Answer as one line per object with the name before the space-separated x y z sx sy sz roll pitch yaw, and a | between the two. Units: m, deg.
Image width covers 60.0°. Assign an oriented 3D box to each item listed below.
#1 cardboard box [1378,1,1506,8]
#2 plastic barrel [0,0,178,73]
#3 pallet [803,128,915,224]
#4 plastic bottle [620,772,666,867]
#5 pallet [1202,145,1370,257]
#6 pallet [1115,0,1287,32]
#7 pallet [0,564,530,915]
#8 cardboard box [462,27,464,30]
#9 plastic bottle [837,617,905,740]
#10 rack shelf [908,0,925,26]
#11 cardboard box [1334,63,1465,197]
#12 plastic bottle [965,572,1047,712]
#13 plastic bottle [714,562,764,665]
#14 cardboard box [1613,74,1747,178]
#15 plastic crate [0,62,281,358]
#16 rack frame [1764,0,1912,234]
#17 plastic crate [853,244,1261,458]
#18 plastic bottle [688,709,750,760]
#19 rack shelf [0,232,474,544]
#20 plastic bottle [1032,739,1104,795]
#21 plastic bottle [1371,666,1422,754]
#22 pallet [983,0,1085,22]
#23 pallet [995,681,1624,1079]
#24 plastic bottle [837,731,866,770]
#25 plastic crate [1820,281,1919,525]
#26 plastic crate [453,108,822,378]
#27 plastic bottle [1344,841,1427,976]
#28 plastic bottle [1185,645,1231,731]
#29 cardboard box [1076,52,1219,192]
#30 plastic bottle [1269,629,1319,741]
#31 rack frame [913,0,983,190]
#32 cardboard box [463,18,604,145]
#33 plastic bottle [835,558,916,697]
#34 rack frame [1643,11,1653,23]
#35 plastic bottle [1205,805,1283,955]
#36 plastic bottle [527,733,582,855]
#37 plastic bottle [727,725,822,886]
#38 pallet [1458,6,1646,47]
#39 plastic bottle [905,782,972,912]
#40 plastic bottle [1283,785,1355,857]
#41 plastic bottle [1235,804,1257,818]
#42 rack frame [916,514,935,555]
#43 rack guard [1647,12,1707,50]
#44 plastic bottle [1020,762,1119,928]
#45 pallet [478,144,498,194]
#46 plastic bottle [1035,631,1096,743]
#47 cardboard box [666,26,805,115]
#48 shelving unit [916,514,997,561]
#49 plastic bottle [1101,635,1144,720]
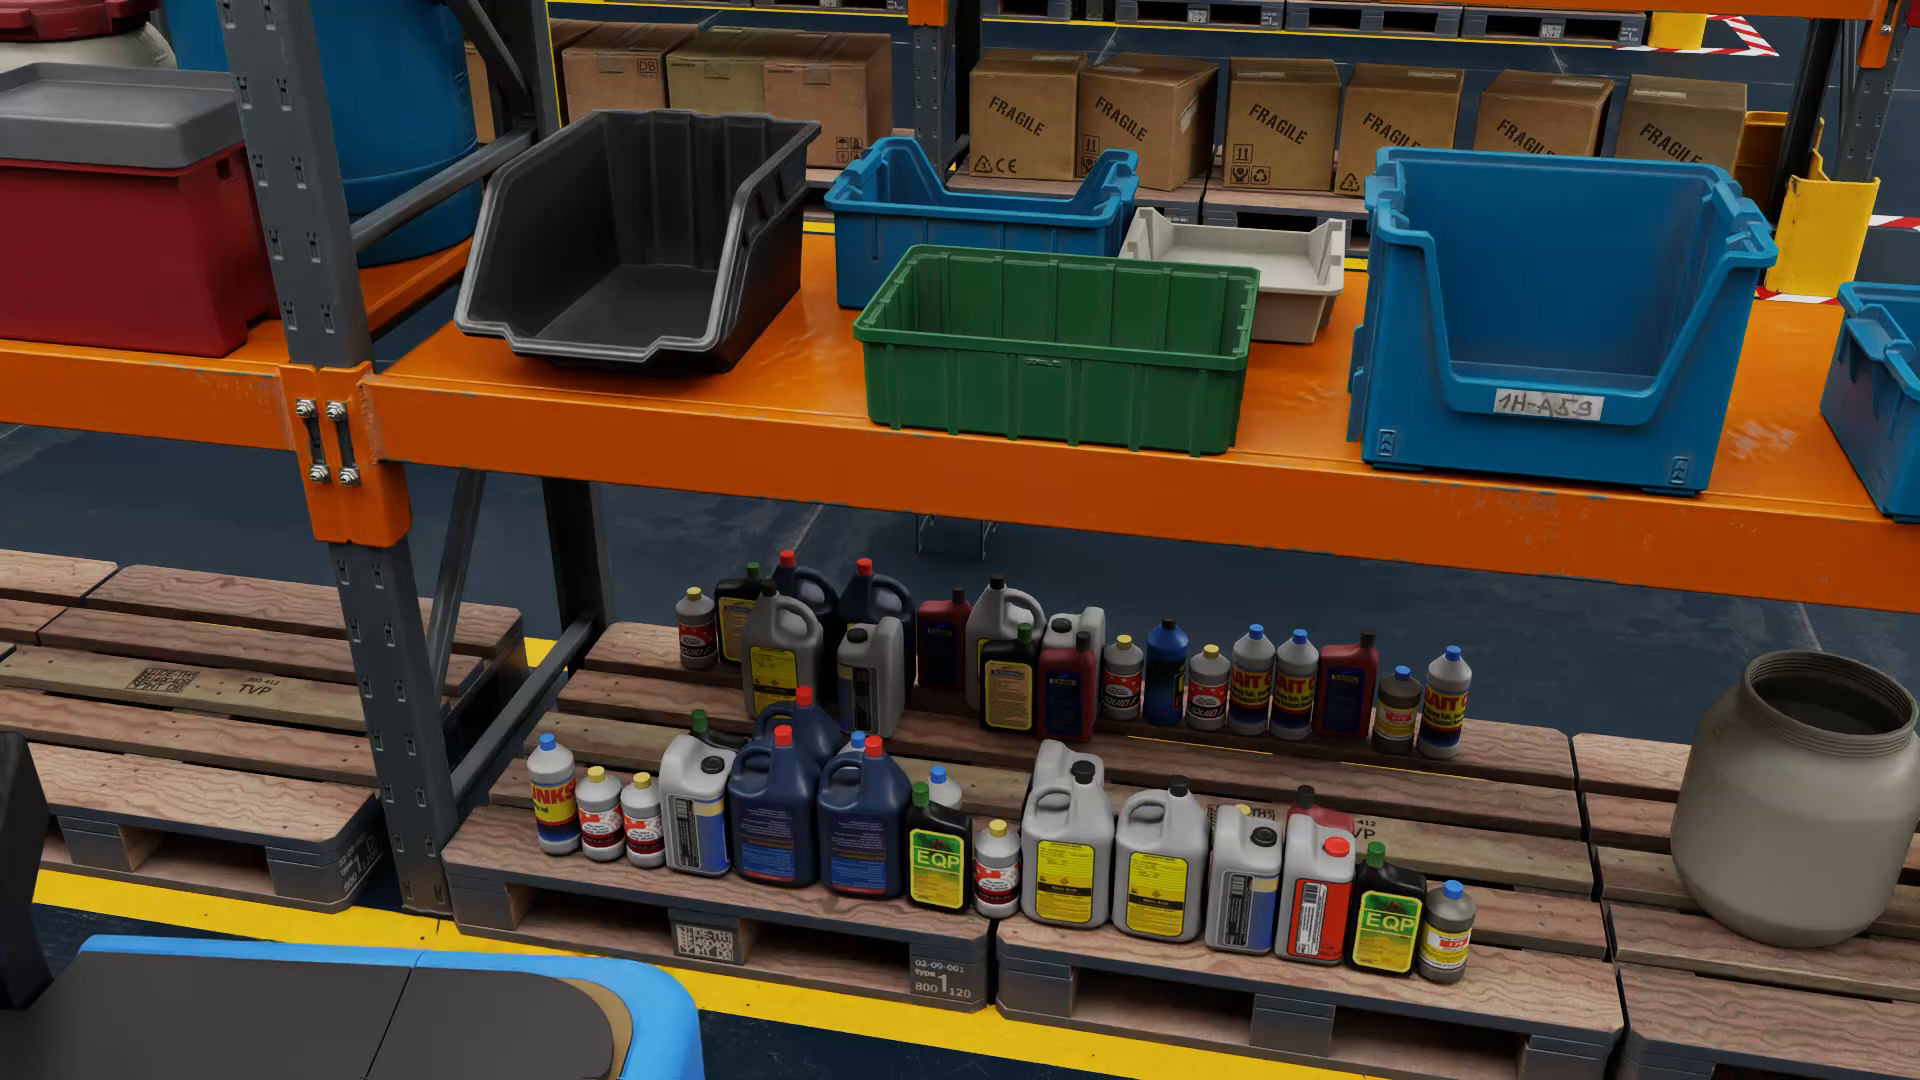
cardboard box | 3.460 -4.331 11.812 0.875 0.875 0.875 5 29 10
plastic barrel | -1.973 -0.969 3.754 0.433 0.535 0.433 0 29 0
pallet | -0.810 -1.890 8.483 1.213 0.211 1.003 6 29 11
plastic bottle | -0.664 0.583 3.518 0.097 0.201 0.097 0 29 0
pallet | 1.812 -1.641 8.027 1.213 0.211 1.003 6 29 11
pallet | 1.813 -4.019 12.371 1.213 0.211 1.003 6 29 11
pallet | -1.859 0.453 4.203 1.213 0.211 1.003 6 29 11
cardboard box | -2.778 -2.761 8.534 0.500 0.250 0.500 9 30 16
plastic bottle | -0.212 0.312 3.934 0.135 0.276 0.152 6 29 11
rack shelf | -2.005 -2.921 8.211 4.000 0.370 1.077 6 29 11
cardboard box | 2.056 -1.909 7.778 0.500 0.500 0.500 9 30 15
plastic bottle | 0.110 0.240 3.989 0.185 0.351 0.144 6 29 10
plastic bottle | -0.544 0.182 4.165 0.133 0.283 0.061 7 30 13
cardboard box | 3.256 -1.793 7.567 0.500 0.500 0.500 11 31 20
plastic crate | -1.621 -0.643 3.234 0.583 0.464 0.402 6 29 11
rack frame | 3.863 -2.635 6.939 0.127 3.000 1.000 6 29 11
plastic crate | 0.186 -0.348 2.983 0.662 0.188 0.450 6 29 11
plastic bottle | -0.519 0.496 3.591 0.133 0.283 0.061 6 29 11
rack shelf | -3.039 -0.595 3.962 4.000 0.370 1.077 6 29 11
plastic bottle | 0.226 0.557 3.487 0.135 0.276 0.152 6 29 11
plastic bottle | 1.019 0.387 3.875 0.097 0.201 0.097 0 29 0
pallet | 0.316 -4.174 12.655 1.213 0.211 1.003 6 29 11
pallet | 0.762 0.721 3.713 1.213 0.211 1.003 6 29 11
plastic bottle | -0.213 0.527 3.546 0.097 0.271 0.097 0 29 0
plastic crate | 1.643 -0.221 2.685 0.408 0.251 0.499 6 29 11
plastic crate | -0.598 -0.571 3.233 0.504 0.338 0.767 6 29 11
plastic bottle | 0.823 0.708 3.203 0.133 0.283 0.061 7 29 12
plastic bottle | 0.591 0.343 3.956 0.097 0.201 0.097 0 29 0
cardboard box | 0.896 -2.011 7.965 0.500 0.500 0.500 16 32 26
plastic bottle | 0.786 0.332 3.902 0.097 0.271 0.097 0 29 0
rack frame | -0.049 -3.036 7.672 0.127 3.000 1.000 6 29 11
cardboard box | -2.200 -2.373 8.605 0.500 0.500 0.700 8 30 15
plastic bottle | -0.205 0.207 4.048 0.185 0.351 0.144 4 29 8
rack frame | 4.998 -4.954 11.176 0.127 3.000 1.000 6 29 11
plastic bottle | 0.565 0.663 3.294 0.135 0.276 0.152 5 29 9
plastic bottle | -0.863 0.532 3.538 0.097 0.271 0.097 0 29 0
plastic bottle | -0.380 0.535 3.450 0.185 0.351 0.144 7 29 12
pallet | 4.199 -3.774 11.925 1.213 0.211 1.003 6 29 11
plastic bottle | -0.043 0.619 3.366 0.133 0.283 0.061 7 30 13
plastic bottle | 0.722 0.623 3.359 0.133 0.283 0.061 6 29 11
plastic bottle | 0.573 0.635 3.423 0.097 0.201 0.097 0 29 0
rack frame | -0.107 -0.406 5.054 0.006 0.900 0.240 6 29 11
rack guard | 5.021 -3.855 11.771 0.348 0.500 1.175 6 29 11
plastic bottle | 0.220 0.596 3.337 0.185 0.351 0.144 6 29 10
pallet | -2.007 -2.012 8.705 1.213 0.211 1.003 6 29 11
plastic bottle | 0.247 0.338 3.880 0.133 0.283 0.061 6 29 11
cardboard box | -1.107 -2.261 8.401 0.500 0.500 0.700 6 29 10
shelving unit | -0.008 -0.396 5.035 0.210 0.900 0.258 6 29 11
plastic bottle | 0.390 0.322 3.993 0.097 0.201 0.097 0 29 0
